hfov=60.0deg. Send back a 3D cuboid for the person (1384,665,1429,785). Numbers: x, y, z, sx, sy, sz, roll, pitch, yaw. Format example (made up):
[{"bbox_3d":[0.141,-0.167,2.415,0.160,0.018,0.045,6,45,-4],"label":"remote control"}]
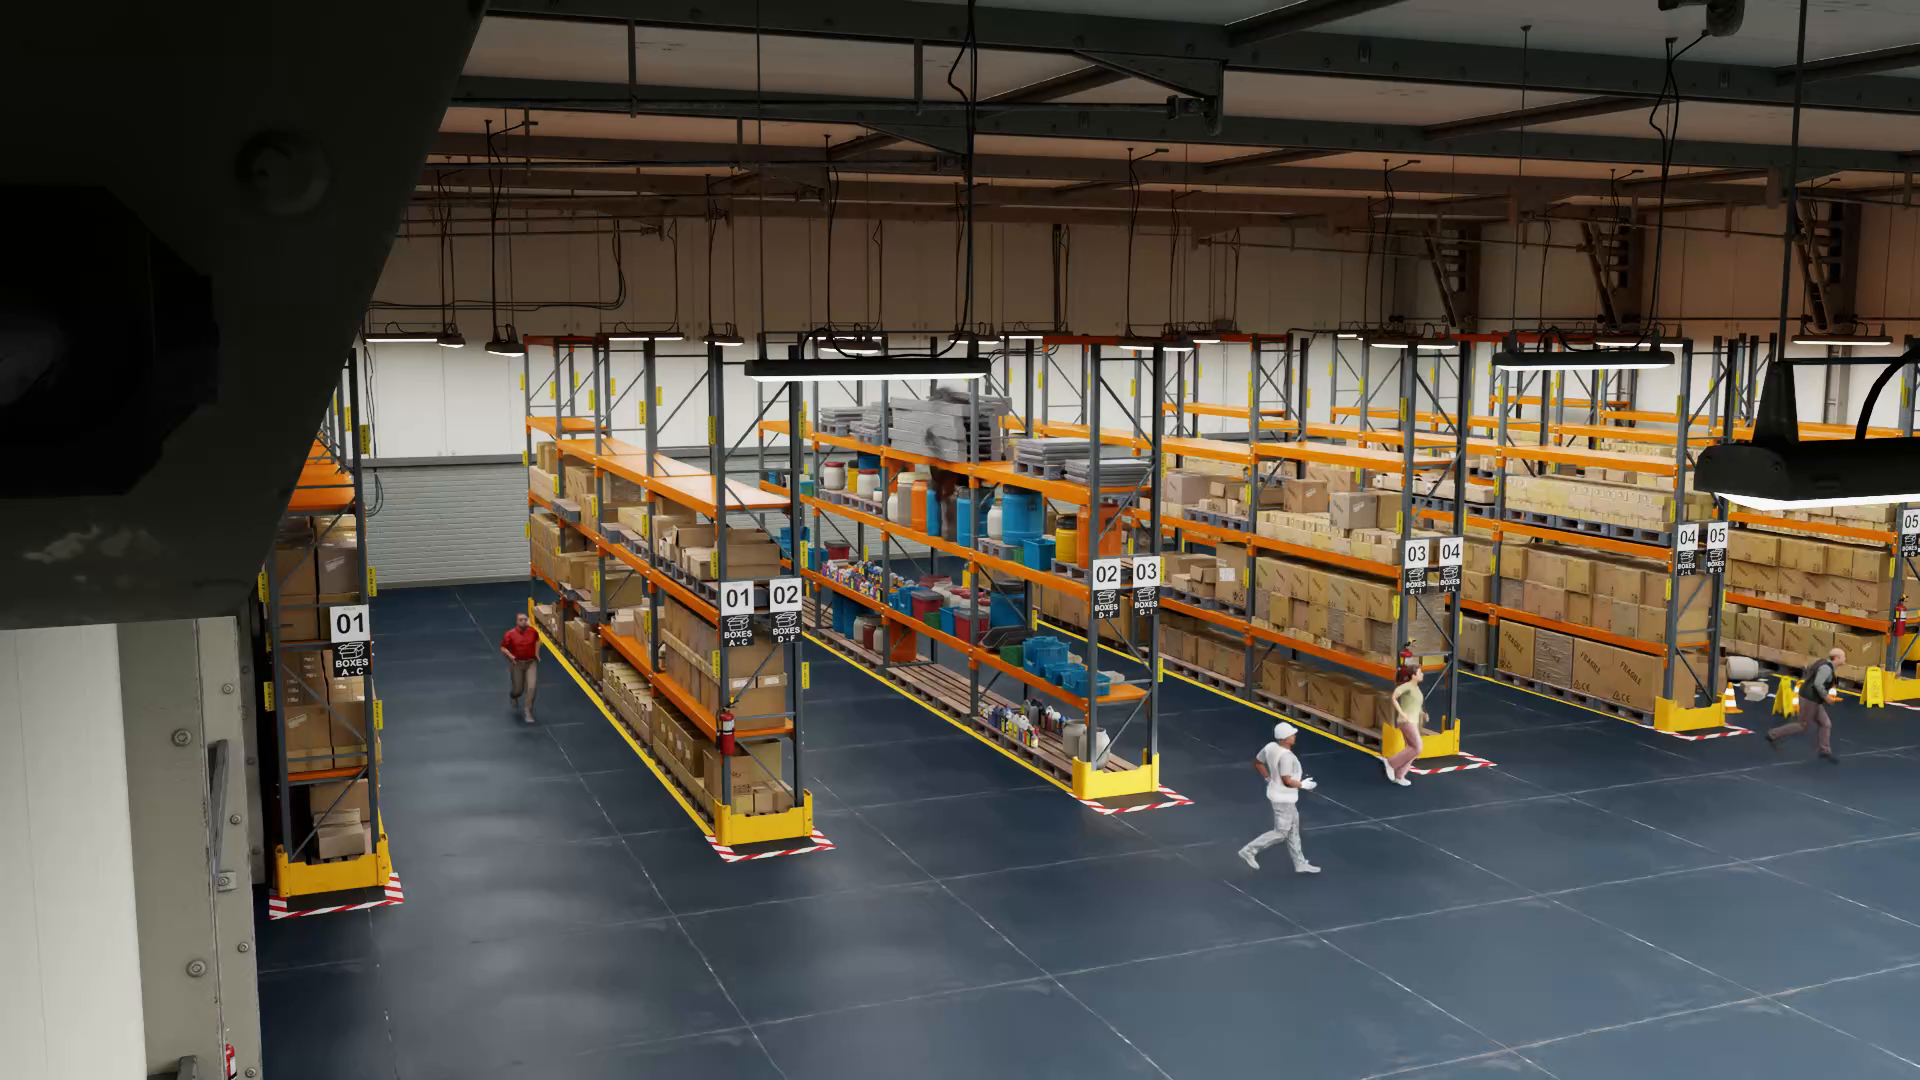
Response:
[{"bbox_3d":[6.152,2.518,22.798,0.515,1.610,0.638,5,9,31],"label":"person"}]

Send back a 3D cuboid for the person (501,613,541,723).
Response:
[{"bbox_3d":[-6.951,2.011,26.426,0.672,1.733,0.814,-4,9,-30],"label":"person"}]

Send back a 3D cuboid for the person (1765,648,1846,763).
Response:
[{"bbox_3d":[12.172,2.357,23.958,0.994,1.680,0.686,3,8,19],"label":"person"}]

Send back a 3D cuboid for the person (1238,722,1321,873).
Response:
[{"bbox_3d":[3.647,2.944,18.865,0.991,1.776,0.677,-1,8,-4],"label":"person"}]
